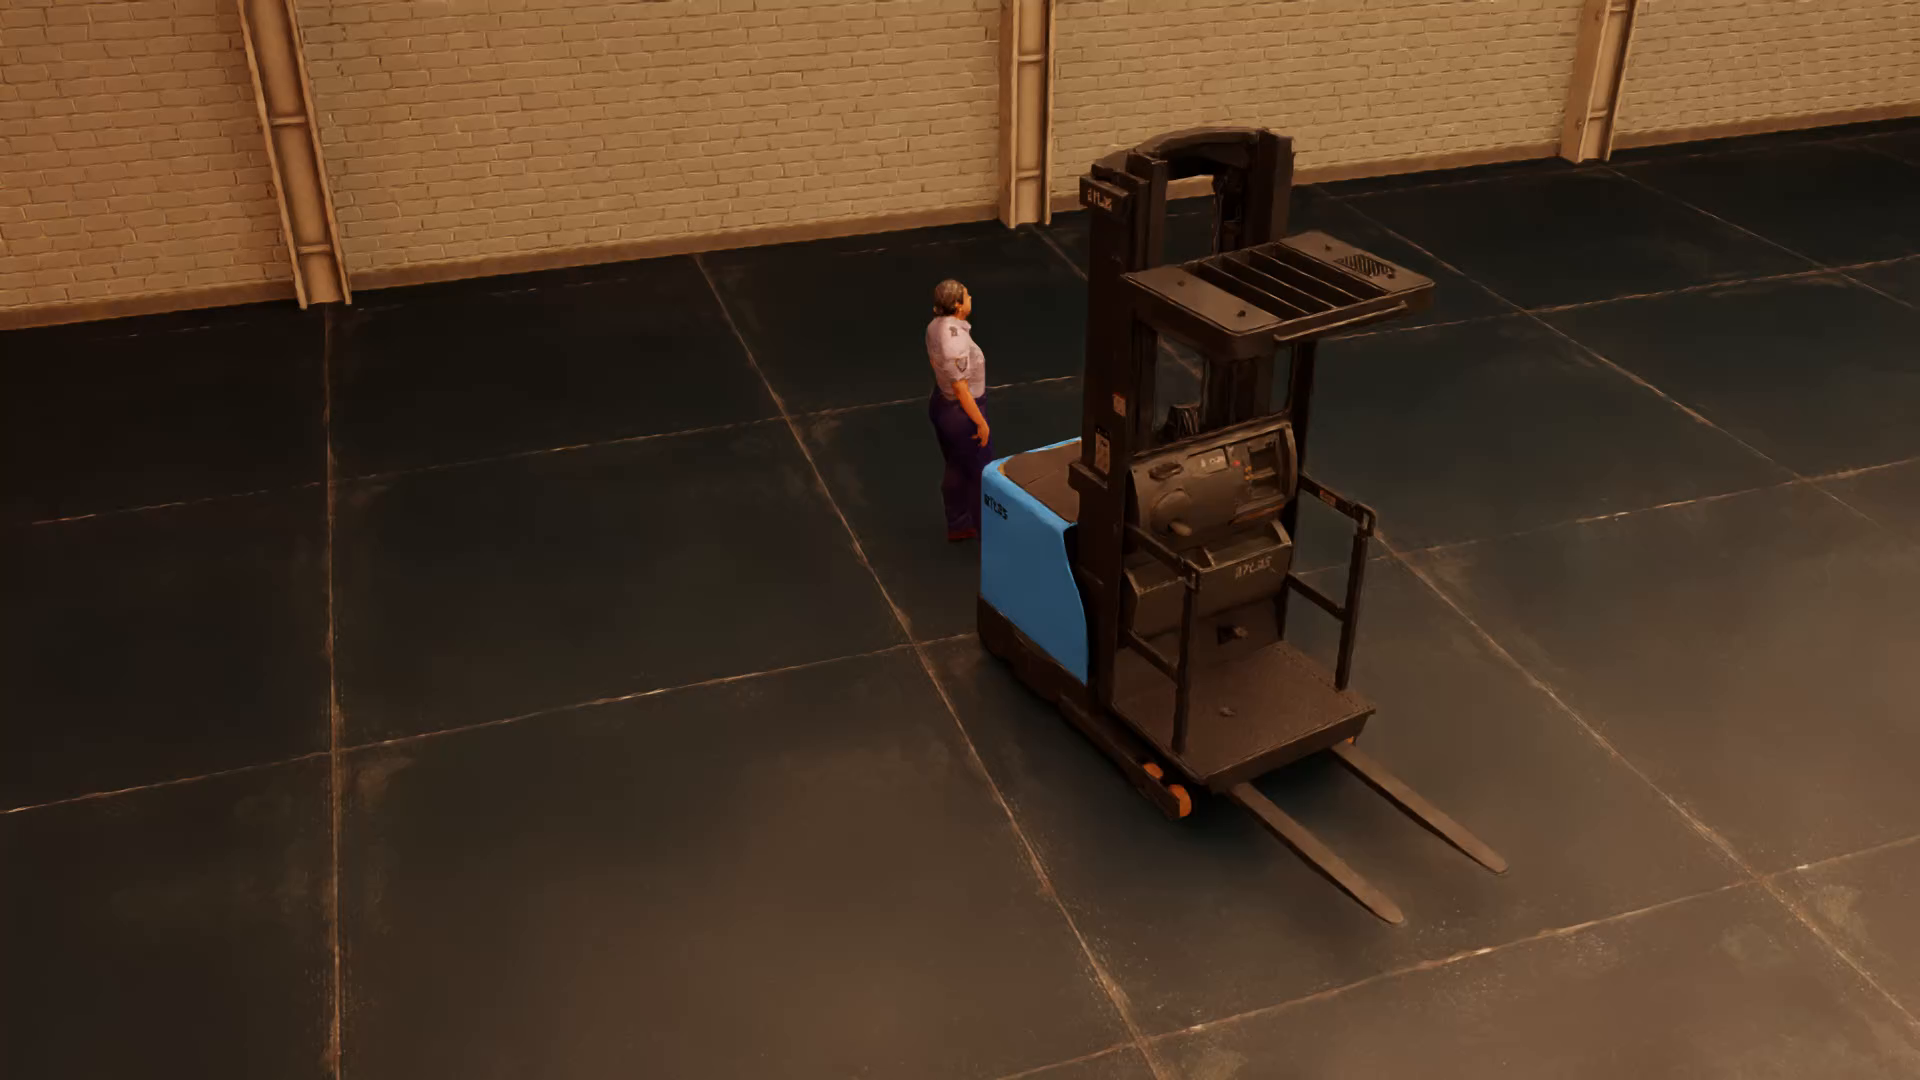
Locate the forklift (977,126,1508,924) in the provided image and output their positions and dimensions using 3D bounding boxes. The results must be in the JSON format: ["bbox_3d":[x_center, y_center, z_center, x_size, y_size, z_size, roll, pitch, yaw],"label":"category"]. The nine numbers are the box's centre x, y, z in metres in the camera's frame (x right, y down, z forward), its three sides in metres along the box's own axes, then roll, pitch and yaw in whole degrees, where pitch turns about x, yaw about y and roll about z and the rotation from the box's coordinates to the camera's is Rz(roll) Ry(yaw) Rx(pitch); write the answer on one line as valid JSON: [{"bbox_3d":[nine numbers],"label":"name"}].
[{"bbox_3d":[1.286,-0.231,7.488,1.130,2.935,3.031,-17,34,-27],"label":"forklift"}]

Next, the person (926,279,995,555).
[{"bbox_3d":[0.092,-0.720,9.620,0.502,1.642,0.599,-10,31,-16],"label":"person"}]
